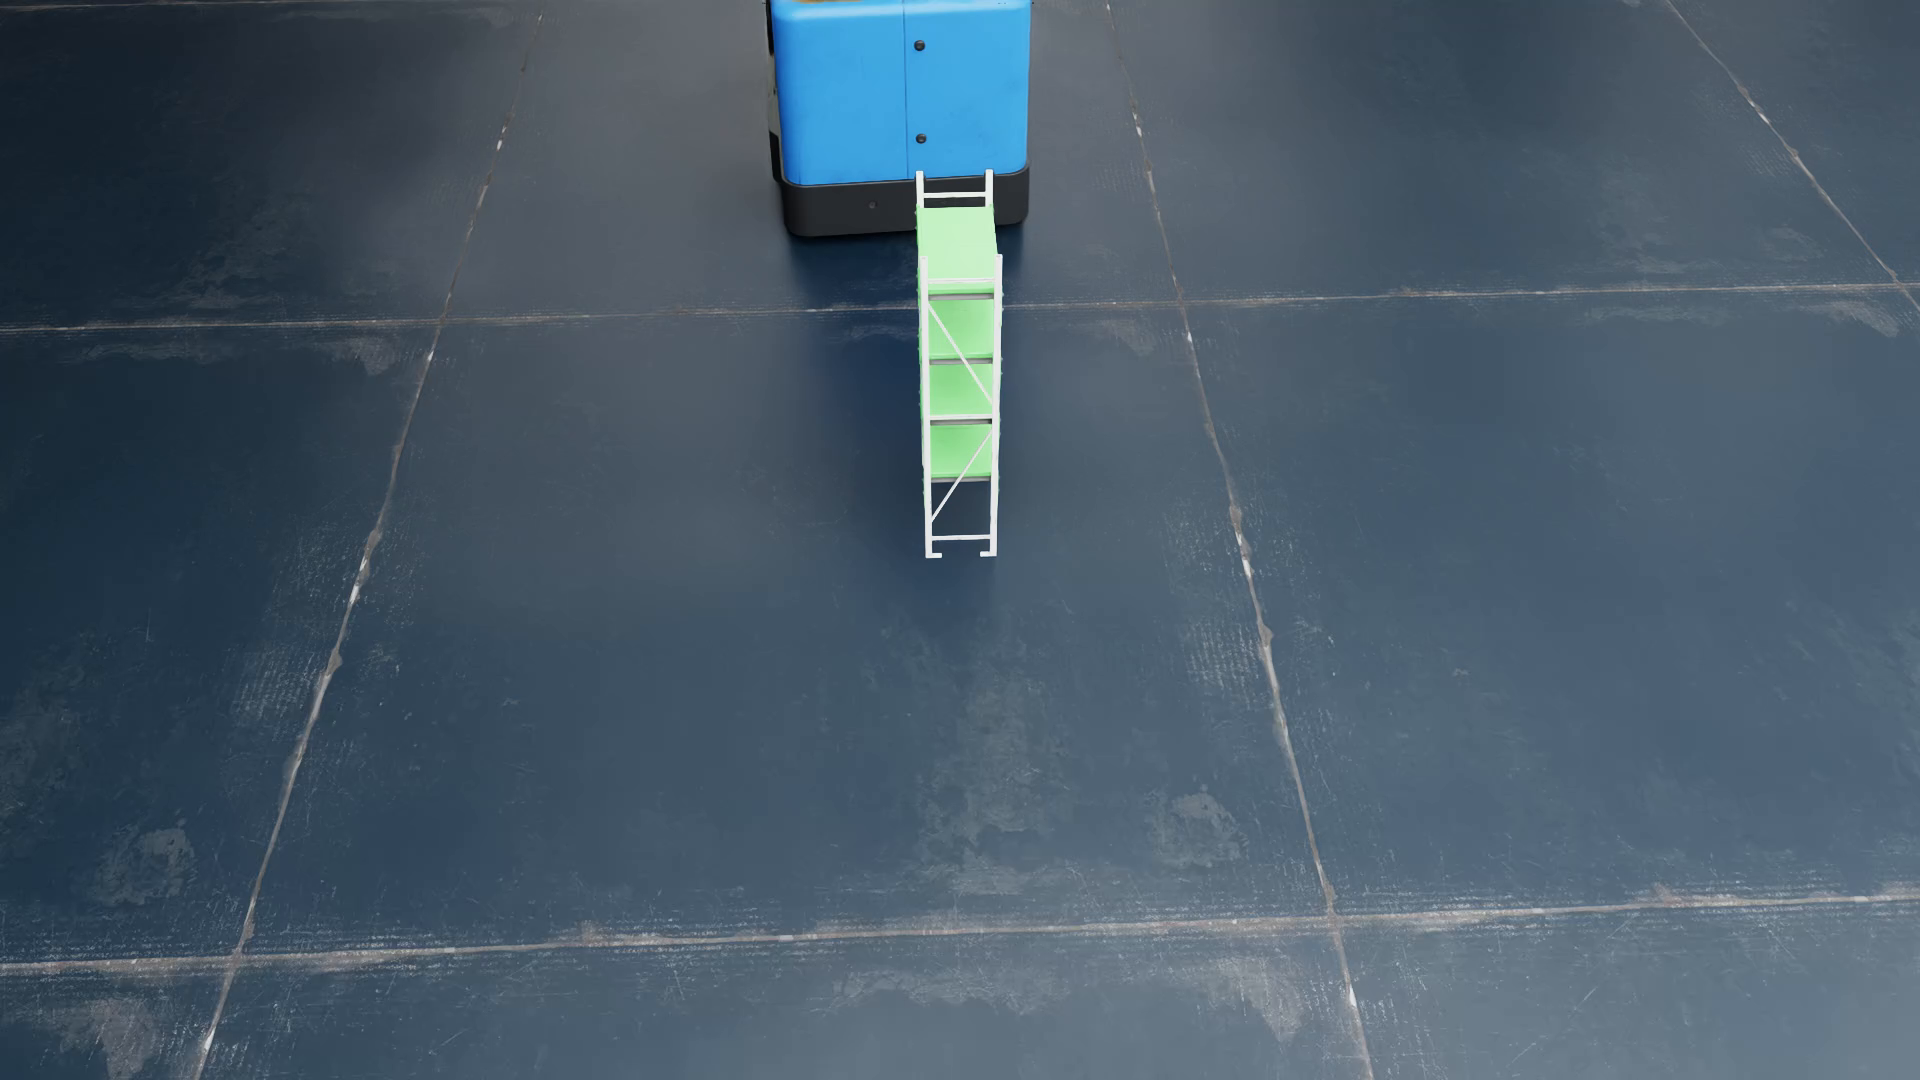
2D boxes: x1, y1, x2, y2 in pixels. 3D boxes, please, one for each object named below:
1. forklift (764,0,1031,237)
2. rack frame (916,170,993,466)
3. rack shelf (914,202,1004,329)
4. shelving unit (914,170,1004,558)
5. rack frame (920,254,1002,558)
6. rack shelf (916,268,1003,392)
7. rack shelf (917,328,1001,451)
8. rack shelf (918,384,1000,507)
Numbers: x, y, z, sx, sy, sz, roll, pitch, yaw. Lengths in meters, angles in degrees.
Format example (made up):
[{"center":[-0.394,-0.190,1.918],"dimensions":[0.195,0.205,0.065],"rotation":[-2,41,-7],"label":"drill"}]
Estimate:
[{"center":[-0.387,-3.361,7.248],"dimensions":[1.130,2.935,3.031],"rotation":[-4,43,-5],"label":"forklift"},{"center":[-0.017,-0.719,5.646],"dimensions":[0.240,1.200,0.015],"rotation":[-2,43,-2],"label":"rack frame"},{"center":[-0.007,-0.861,5.185],"dimensions":[0.258,0.148,0.480],"rotation":[-2,43,-2],"label":"rack shelf"},{"center":[-0.007,-0.554,5.466],"dimensions":[0.258,1.200,0.503],"rotation":[-2,43,-2],"label":"shelving unit"},{"center":[0.003,-0.389,5.287],"dimensions":[0.240,1.200,0.015],"rotation":[-2,43,-2],"label":"rack frame"},{"center":[-0.007,-0.684,5.347],"dimensions":[0.258,0.148,0.480],"rotation":[-2,43,-2],"label":"rack shelf"},{"center":[-0.007,-0.507,5.510],"dimensions":[0.258,0.148,0.480],"rotation":[-2,43,-2],"label":"rack shelf"},{"center":[-0.007,-0.330,5.672],"dimensions":[0.258,0.148,0.480],"rotation":[-2,43,-2],"label":"rack shelf"}]
